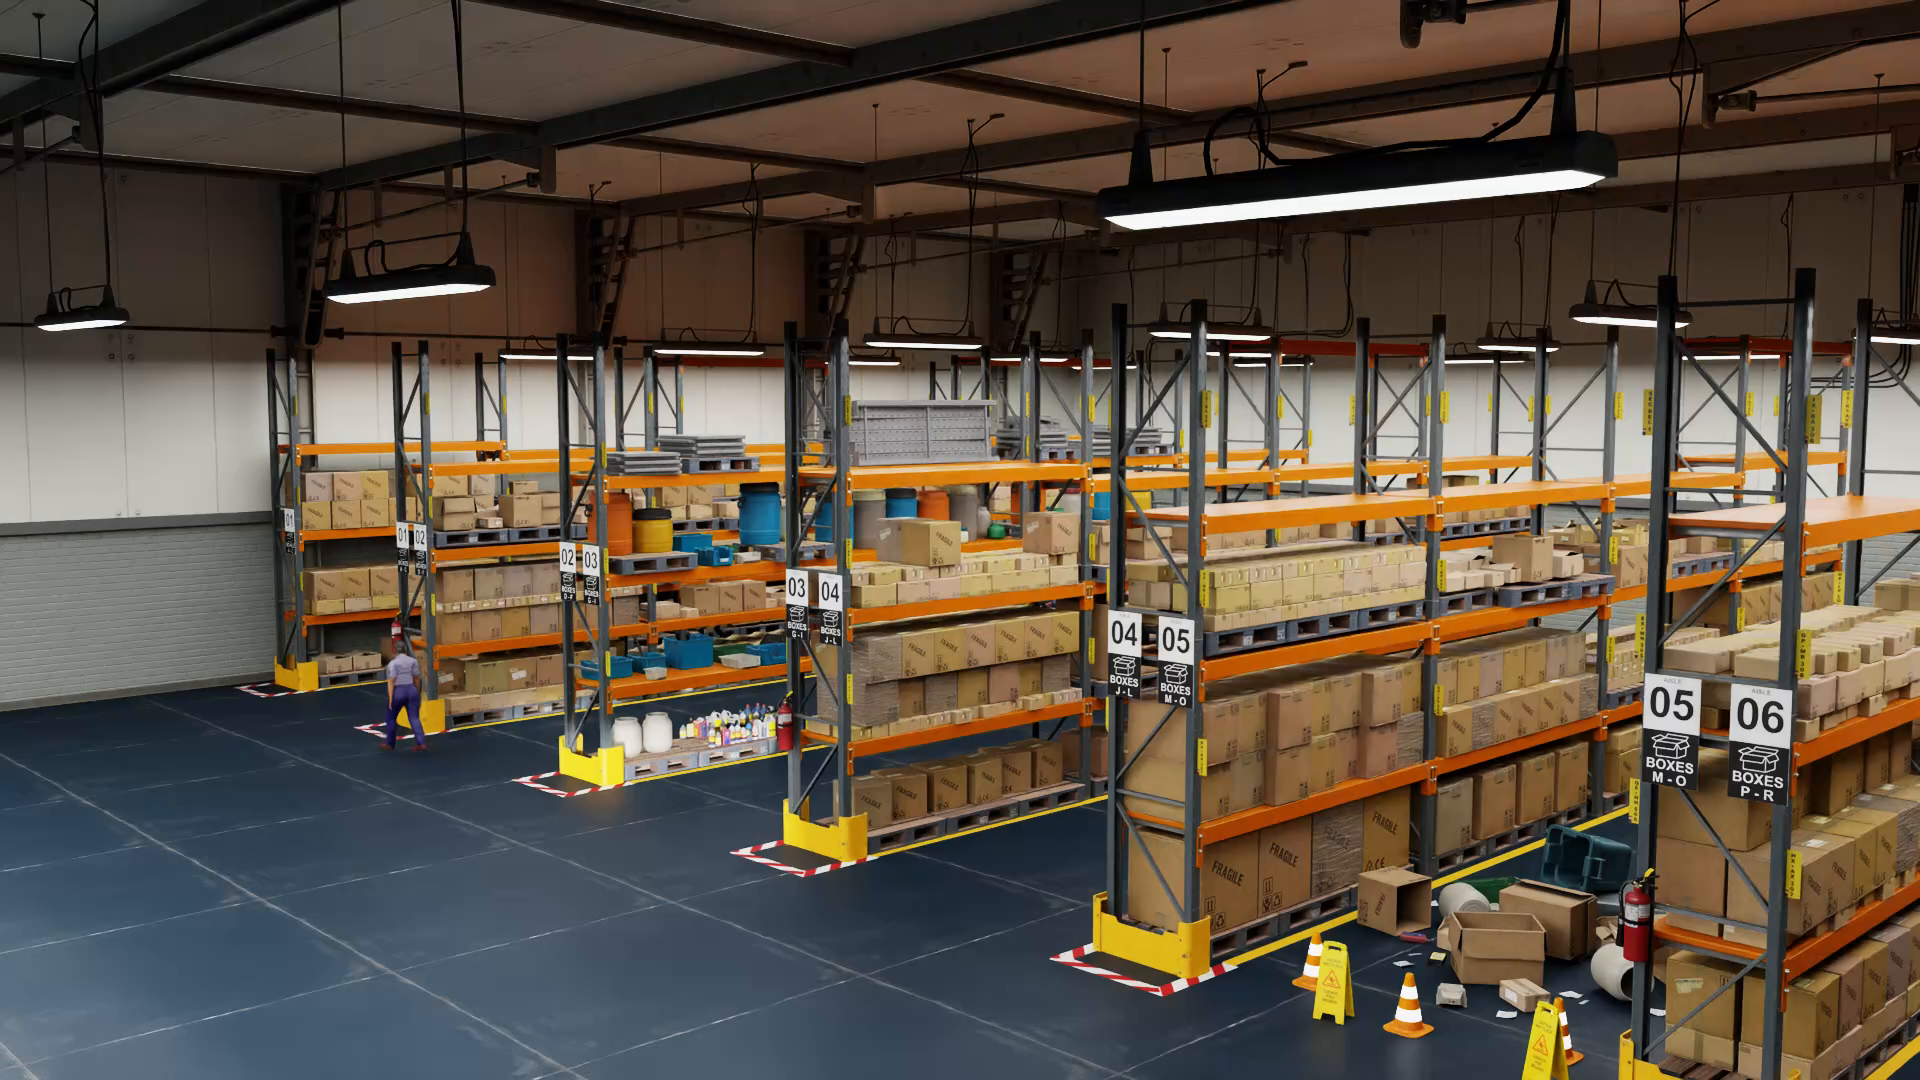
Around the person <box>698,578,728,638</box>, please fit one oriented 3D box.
[{"bbox_3d":[-5.036,1.489,33.402,0.523,1.535,1.009,4,6,38],"label":"person"}]

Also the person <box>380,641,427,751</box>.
[{"bbox_3d":[-8.101,2.277,24.208,0.516,1.599,0.853,-4,7,-42],"label":"person"}]
